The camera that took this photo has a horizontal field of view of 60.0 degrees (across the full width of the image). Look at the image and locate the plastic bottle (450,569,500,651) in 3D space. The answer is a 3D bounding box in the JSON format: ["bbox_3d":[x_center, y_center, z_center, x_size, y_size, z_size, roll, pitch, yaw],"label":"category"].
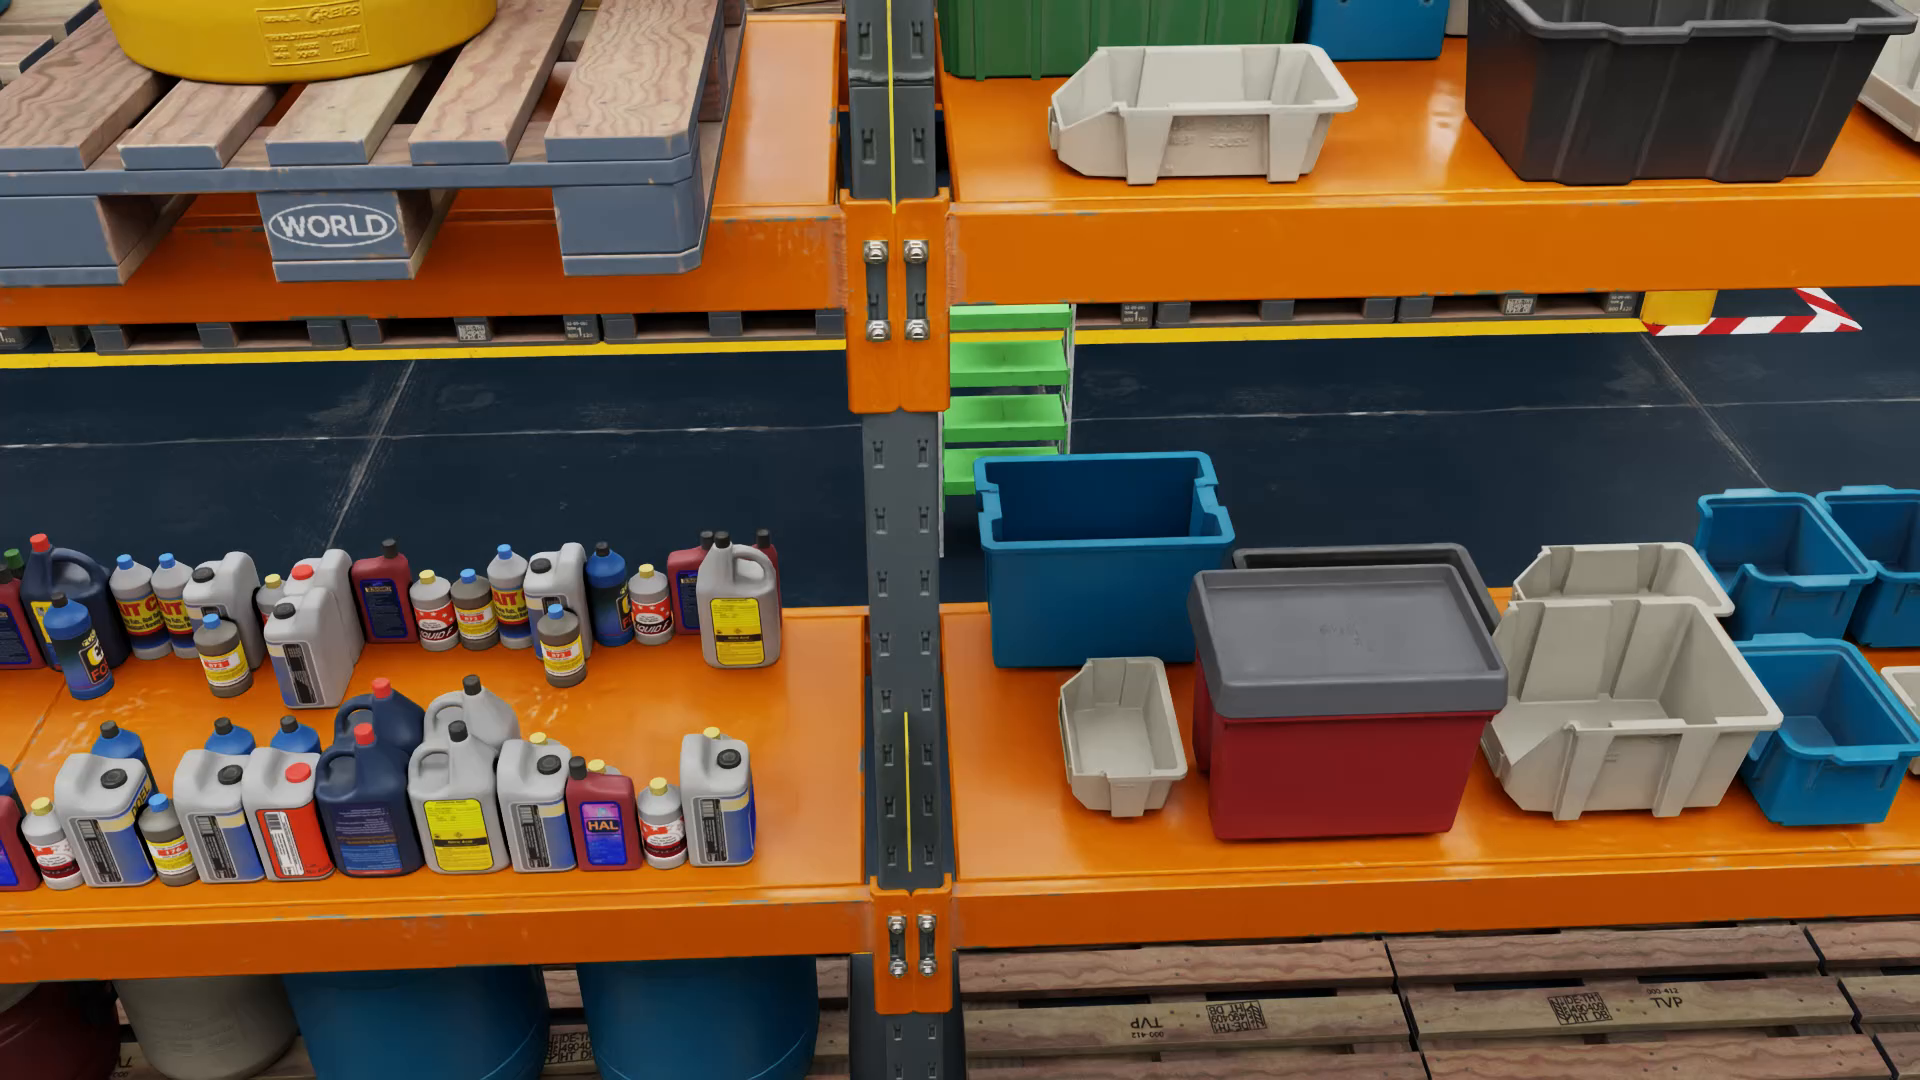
[{"bbox_3d":[-1.184,0.162,4.055,0.097,0.201,0.097,0,35,0],"label":"plastic bottle"}]

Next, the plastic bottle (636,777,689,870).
[{"bbox_3d":[-0.616,0.579,3.452,0.097,0.201,0.097,0,35,0],"label":"plastic bottle"}]

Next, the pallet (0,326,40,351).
[{"bbox_3d":[-5.174,-1.277,8.410,1.213,0.211,1.003,-2,35,-2],"label":"pallet"}]

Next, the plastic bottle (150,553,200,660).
[{"bbox_3d":[-1.878,0.152,4.008,0.097,0.271,0.097,0,35,0],"label":"plastic bottle"}]

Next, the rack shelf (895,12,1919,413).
[{"bbox_3d":[1.874,-0.707,3.133,4.000,0.370,1.077,-2,35,-2],"label":"rack shelf"}]

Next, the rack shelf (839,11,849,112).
[{"bbox_3d":[-2.352,-2.182,7.899,4.000,0.370,1.077,-2,35,-2],"label":"rack shelf"}]

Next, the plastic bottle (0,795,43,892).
[{"bbox_3d":[-1.966,0.592,3.361,0.133,0.283,0.061,-2,35,-2],"label":"plastic bottle"}]

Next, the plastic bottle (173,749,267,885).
[{"bbox_3d":[-1.505,0.557,3.419,0.135,0.276,0.152,-2,35,-2],"label":"plastic bottle"}]

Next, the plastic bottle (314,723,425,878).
[{"bbox_3d":[-1.211,0.520,3.406,0.185,0.351,0.144,-2,35,-2],"label":"plastic bottle"}]

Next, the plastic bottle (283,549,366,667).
[{"bbox_3d":[-1.529,0.156,3.998,0.135,0.276,0.152,-2,35,-2],"label":"plastic bottle"}]

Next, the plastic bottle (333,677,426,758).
[{"bbox_3d":[-1.218,0.438,3.524,0.185,0.351,0.144,-2,35,-2],"label":"plastic bottle"}]

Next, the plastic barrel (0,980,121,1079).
[{"bbox_3d":[-2.503,1.157,4.192,0.708,0.588,0.600,-2,35,-2],"label":"plastic barrel"}]

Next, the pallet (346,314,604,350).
[{"bbox_3d":[-2.387,-1.307,8.453,1.213,0.211,1.003,-2,35,-2],"label":"pallet"}]

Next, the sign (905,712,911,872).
[{"bbox_3d":[-0.099,0.483,3.173,0.005,0.325,0.100,-2,35,-2],"label":"sign"}]

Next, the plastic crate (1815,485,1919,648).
[{"bbox_3d":[2.295,0.075,4.099,0.300,0.233,0.416,-2,35,-2],"label":"plastic crate"}]

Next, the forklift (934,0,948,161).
[{"bbox_3d":[-0.154,-4.288,10.370,1.130,2.935,3.031,-8,36,-12],"label":"forklift"}]

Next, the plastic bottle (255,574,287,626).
[{"bbox_3d":[-1.646,0.174,4.037,0.097,0.201,0.097,0,35,0],"label":"plastic bottle"}]

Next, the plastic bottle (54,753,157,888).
[{"bbox_3d":[-1.737,0.563,3.410,0.135,0.276,0.152,-2,35,-2],"label":"plastic bottle"}]

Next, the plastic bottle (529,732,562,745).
[{"bbox_3d":[-0.891,0.500,3.567,0.097,0.201,0.097,0,35,0],"label":"plastic bottle"}]

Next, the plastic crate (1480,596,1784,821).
[{"bbox_3d":[1.410,0.372,3.628,0.530,0.282,0.437,-2,35,-2],"label":"plastic crate"}]

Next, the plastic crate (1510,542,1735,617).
[{"bbox_3d":[1.602,0.150,4.076,0.466,0.136,0.293,-2,35,-2],"label":"plastic crate"}]

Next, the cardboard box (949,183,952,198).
[{"bbox_3d":[0.201,-1.861,8.614,0.500,0.500,0.500,-2,35,-2],"label":"cardboard box"}]

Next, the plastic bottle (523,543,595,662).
[{"bbox_3d":[-0.969,0.141,4.020,0.135,0.276,0.152,-2,35,-2],"label":"plastic bottle"}]

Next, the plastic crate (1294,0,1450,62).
[{"bbox_3d":[0.771,-1.086,3.195,0.300,0.233,0.416,-2,35,-2],"label":"plastic crate"}]

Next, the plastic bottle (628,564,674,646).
[{"bbox_3d":[-0.758,0.150,4.072,0.097,0.201,0.097,0,35,0],"label":"plastic bottle"}]

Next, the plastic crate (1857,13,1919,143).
[{"bbox_3d":[1.820,-0.752,2.797,0.530,0.136,0.437,-2,35,-2],"label":"plastic crate"}]

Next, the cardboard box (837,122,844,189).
[{"bbox_3d":[-0.849,-1.810,8.540,0.500,0.500,0.500,-3,35,-4],"label":"cardboard box"}]

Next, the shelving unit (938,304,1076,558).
[{"bbox_3d":[0.165,-0.498,6.415,0.503,1.200,0.258,-2,35,-2],"label":"shelving unit"}]

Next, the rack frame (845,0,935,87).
[{"bbox_3d":[-0.124,-2.183,1.996,0.127,3.000,1.000,-2,35,-2],"label":"rack frame"}]

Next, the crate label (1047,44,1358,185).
[{"bbox_3d":[0.379,-0.690,2.707,0.466,0.136,0.293,-2,35,-2],"label":"crate label"}]

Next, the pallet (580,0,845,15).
[{"bbox_3d":[-1.158,-2.493,7.885,1.213,0.211,1.003,-2,35,-2],"label":"pallet"}]

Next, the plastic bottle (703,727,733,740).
[{"bbox_3d":[-0.526,0.490,3.581,0.097,0.201,0.097,0,35,0],"label":"plastic bottle"}]

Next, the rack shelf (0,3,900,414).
[{"bbox_3d":[-2.121,-0.600,2.977,4.000,0.370,1.077,-2,35,-2],"label":"rack shelf"}]

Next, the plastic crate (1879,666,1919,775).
[{"bbox_3d":[2.204,0.425,3.680,0.250,0.136,0.298,-2,35,-2],"label":"plastic crate"}]

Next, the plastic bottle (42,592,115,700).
[{"bbox_3d":[-2.065,0.239,3.882,0.097,0.271,0.097,0,35,0],"label":"plastic bottle"}]

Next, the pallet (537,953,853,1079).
[{"bbox_3d":[-0.896,1.428,4.501,1.213,0.211,1.003,-2,35,-2],"label":"pallet"}]

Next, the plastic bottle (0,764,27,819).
[{"bbox_3d":[-1.987,0.552,3.429,0.097,0.271,0.097,0,35,0],"label":"plastic bottle"}]

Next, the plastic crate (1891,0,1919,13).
[{"bbox_3d":[1.643,-1.124,3.207,0.530,0.282,0.437,-2,35,-2],"label":"plastic crate"}]

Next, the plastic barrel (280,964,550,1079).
[{"bbox_3d":[-1.375,0.998,4.146,0.708,0.901,0.600,-2,35,-2],"label":"plastic barrel"}]

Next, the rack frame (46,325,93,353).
[{"bbox_3d":[-4.350,-2.424,7.617,0.127,3.000,1.000,-2,35,-2],"label":"rack frame"}]

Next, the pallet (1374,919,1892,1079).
[{"bbox_3d":[1.831,1.354,4.608,1.213,0.211,1.003,-2,35,-2],"label":"pallet"}]

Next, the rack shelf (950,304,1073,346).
[{"bbox_3d":[0.165,-0.840,6.178,0.480,0.148,0.258,-2,35,-2],"label":"rack shelf"}]

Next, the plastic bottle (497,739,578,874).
[{"bbox_3d":[-0.867,0.539,3.444,0.135,0.276,0.152,-2,35,-2],"label":"plastic bottle"}]

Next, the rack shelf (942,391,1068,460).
[{"bbox_3d":[0.165,-0.445,6.451,0.480,0.148,0.258,-2,35,-2],"label":"rack shelf"}]

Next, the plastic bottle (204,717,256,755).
[{"bbox_3d":[-1.530,0.488,3.522,0.097,0.271,0.097,0,35,0],"label":"plastic bottle"}]

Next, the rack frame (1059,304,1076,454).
[{"bbox_3d":[0.409,-0.504,6.424,0.015,1.200,0.240,-2,35,-2],"label":"rack frame"}]

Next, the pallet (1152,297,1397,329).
[{"bbox_3d":[1.553,-1.437,8.642,1.213,0.211,1.003,-2,35,-2],"label":"pallet"}]

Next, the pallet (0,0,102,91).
[{"bbox_3d":[-2.035,-0.763,2.746,1.213,0.211,1.003,-2,35,-2],"label":"pallet"}]

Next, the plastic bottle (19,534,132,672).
[{"bbox_3d":[-2.115,0.139,3.957,0.185,0.351,0.144,-2,35,-2],"label":"plastic bottle"}]

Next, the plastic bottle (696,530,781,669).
[{"bbox_3d":[-0.531,0.131,3.969,0.185,0.351,0.144,-2,35,-2],"label":"plastic bottle"}]

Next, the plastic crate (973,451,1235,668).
[{"bbox_3d":[0.327,0.060,3.989,0.575,0.384,0.392,-2,35,-2],"label":"plastic crate"}]

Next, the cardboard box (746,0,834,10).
[{"bbox_3d":[-0.838,-2.860,7.790,0.500,0.500,0.700,-13,37,-18],"label":"cardboard box"}]

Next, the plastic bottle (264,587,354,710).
[{"bbox_3d":[-1.522,0.242,3.873,0.135,0.276,0.152,-2,35,-2],"label":"plastic bottle"}]

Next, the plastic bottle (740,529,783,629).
[{"bbox_3d":[-0.510,0.099,4.073,0.133,0.283,0.061,-2,35,-2],"label":"plastic bottle"}]
